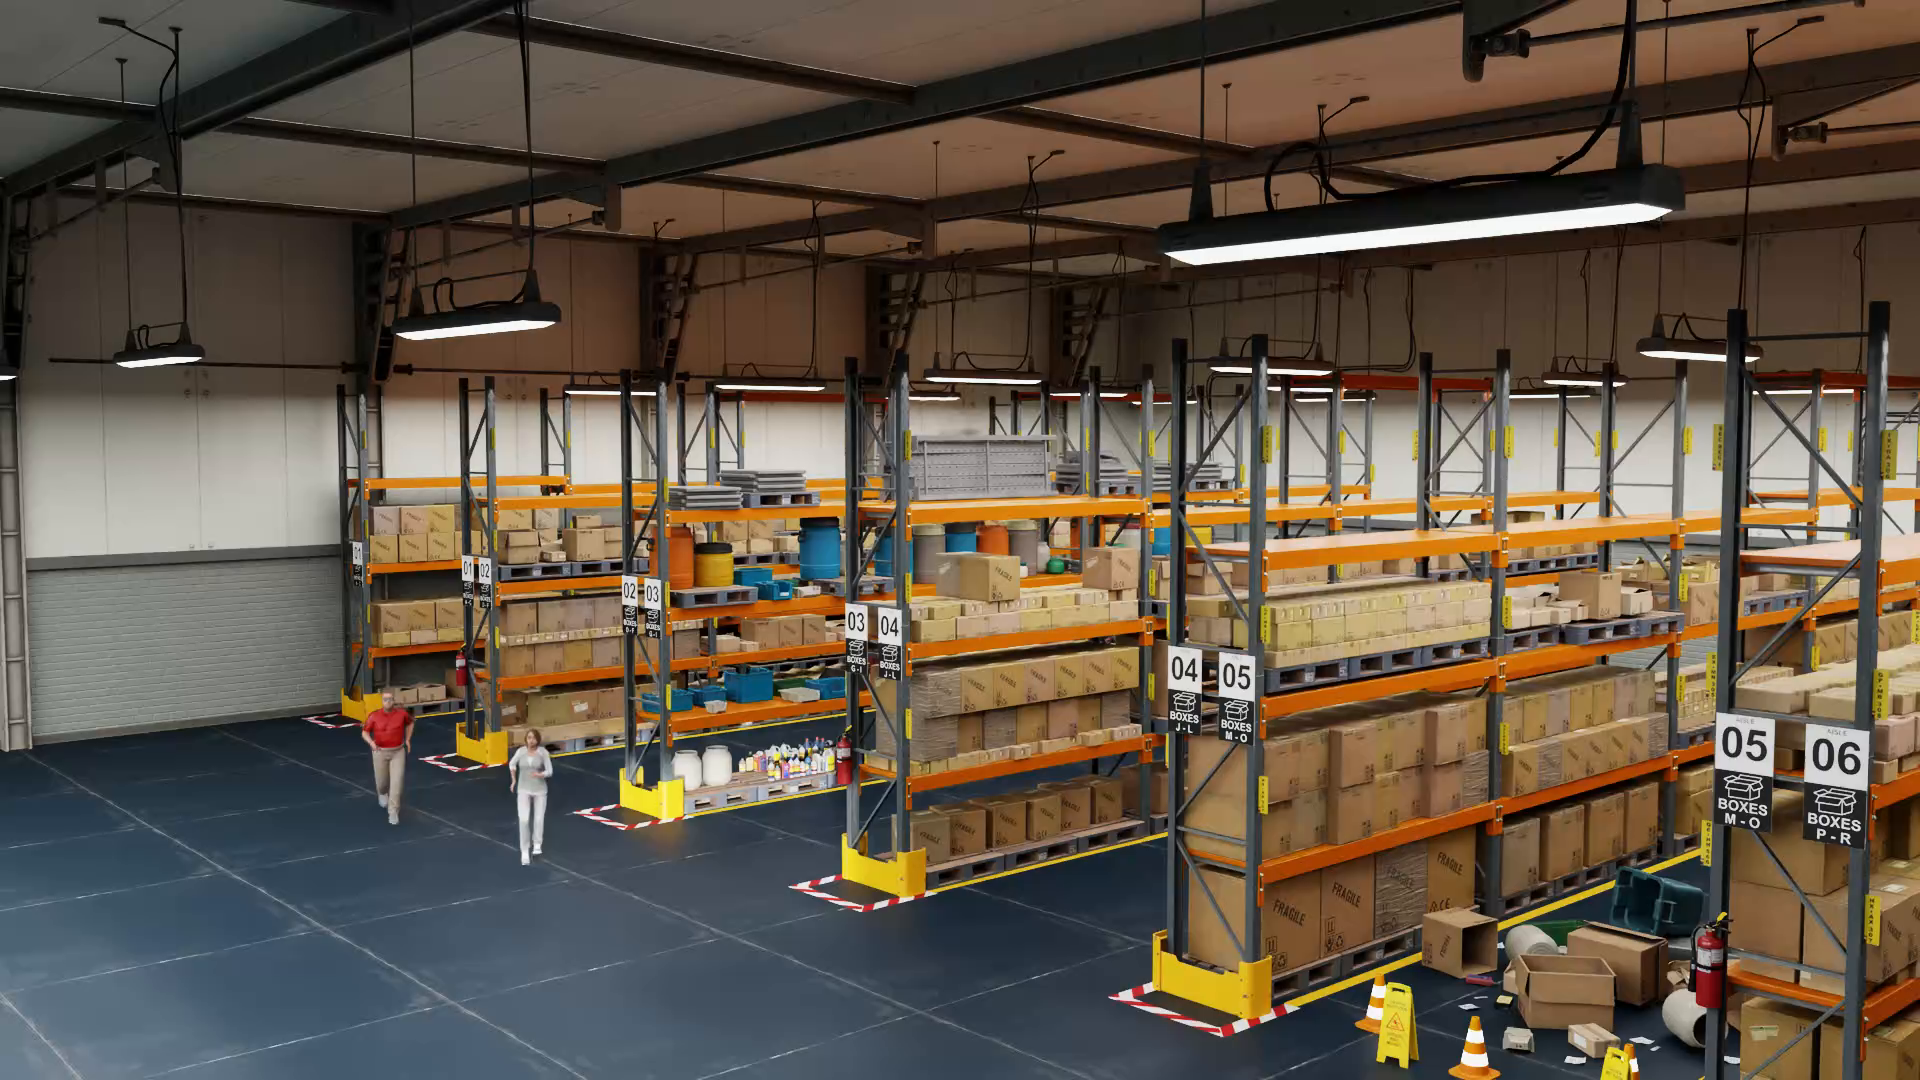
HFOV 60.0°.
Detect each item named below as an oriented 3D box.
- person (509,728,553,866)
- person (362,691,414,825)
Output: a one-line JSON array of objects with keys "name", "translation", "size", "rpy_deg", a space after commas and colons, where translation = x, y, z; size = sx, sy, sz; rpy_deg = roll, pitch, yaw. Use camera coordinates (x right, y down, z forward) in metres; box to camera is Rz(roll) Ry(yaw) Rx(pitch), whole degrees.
[{"name": "person", "translation": [-5.130, 3.064, 19.902], "size": [0.503, 1.625, 0.699], "rpy_deg": [-1, 4, -14]}, {"name": "person", "translation": [-7.593, 2.901, 22.118], "size": [0.667, 1.650, 0.912], "rpy_deg": [-1, 4, -21]}]
